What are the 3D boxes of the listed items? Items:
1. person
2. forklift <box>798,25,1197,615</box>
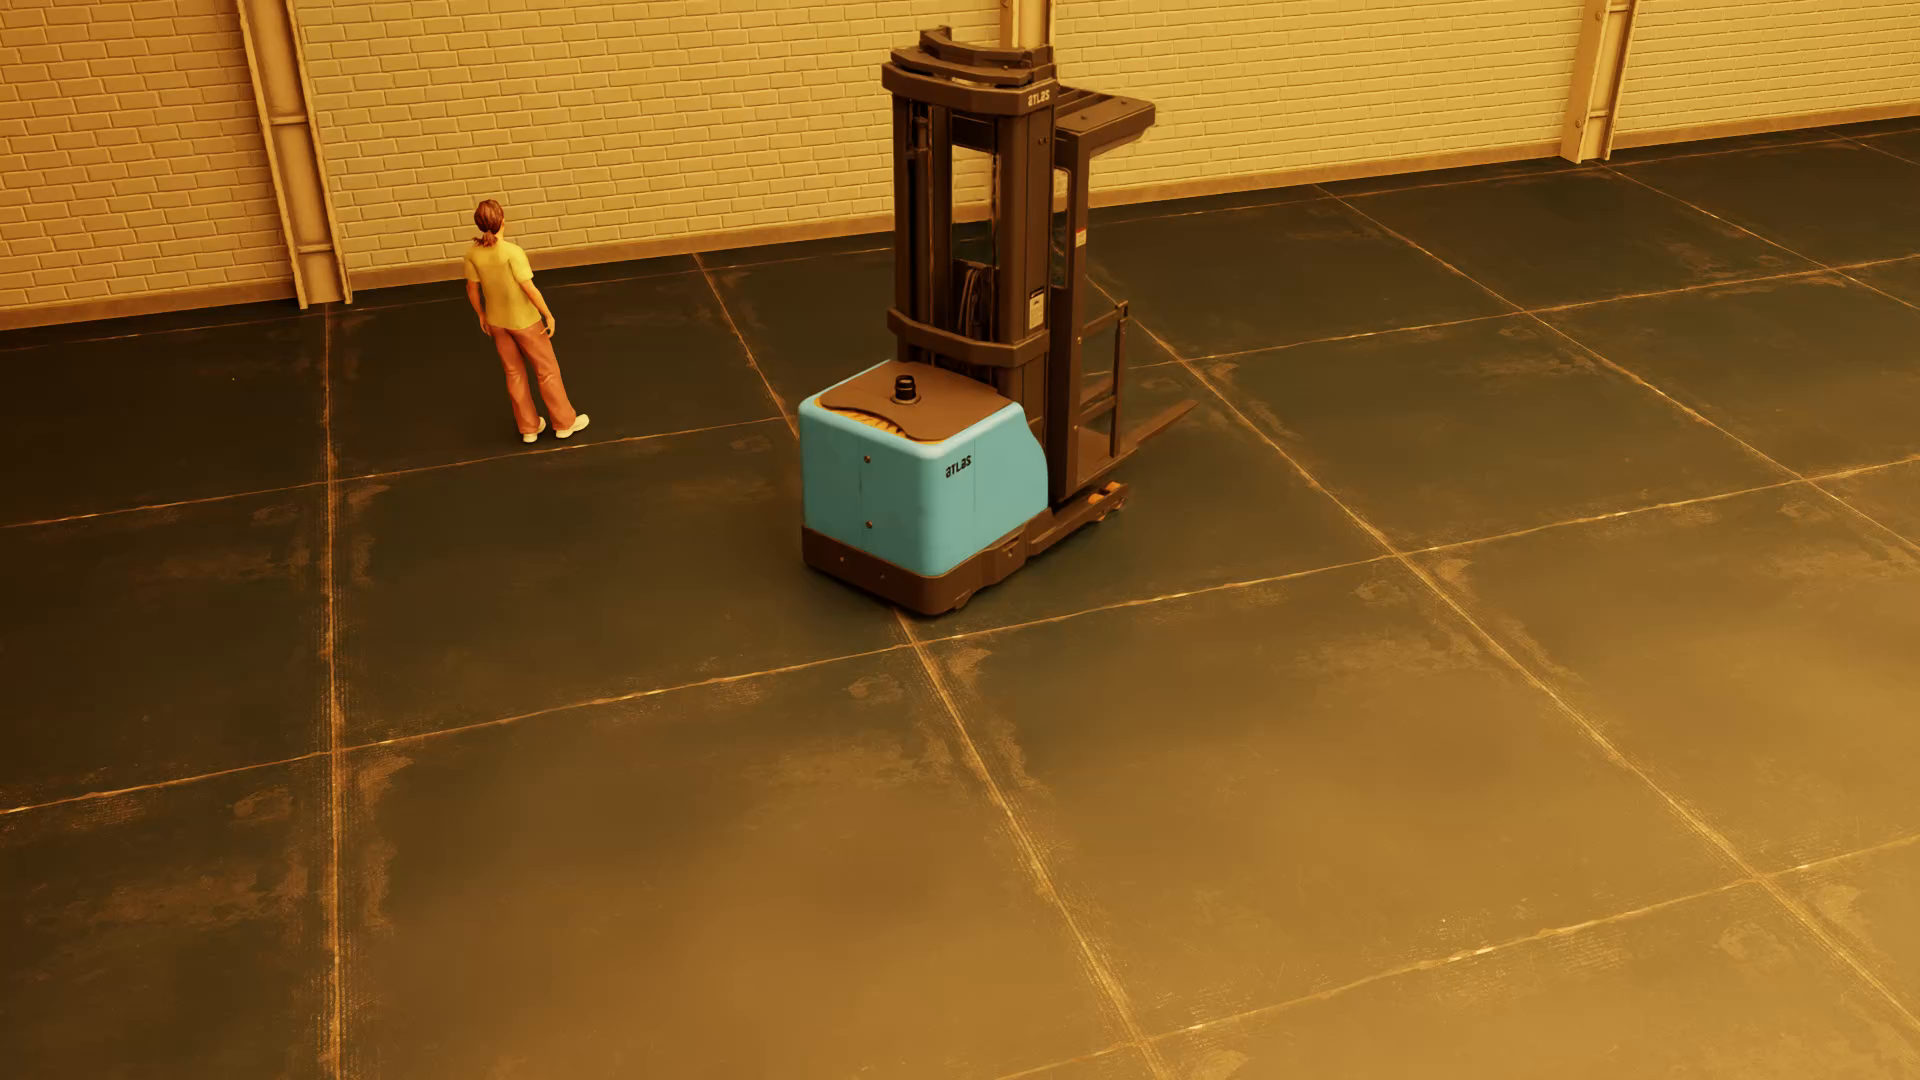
[{"bbox_3d":[-2.863,-1.439,10.834,0.552,1.672,0.549,8,31,13],"label":"person"},{"bbox_3d":[0.395,-1.526,9.739,1.130,2.935,3.031,22,36,33],"label":"forklift"}]
